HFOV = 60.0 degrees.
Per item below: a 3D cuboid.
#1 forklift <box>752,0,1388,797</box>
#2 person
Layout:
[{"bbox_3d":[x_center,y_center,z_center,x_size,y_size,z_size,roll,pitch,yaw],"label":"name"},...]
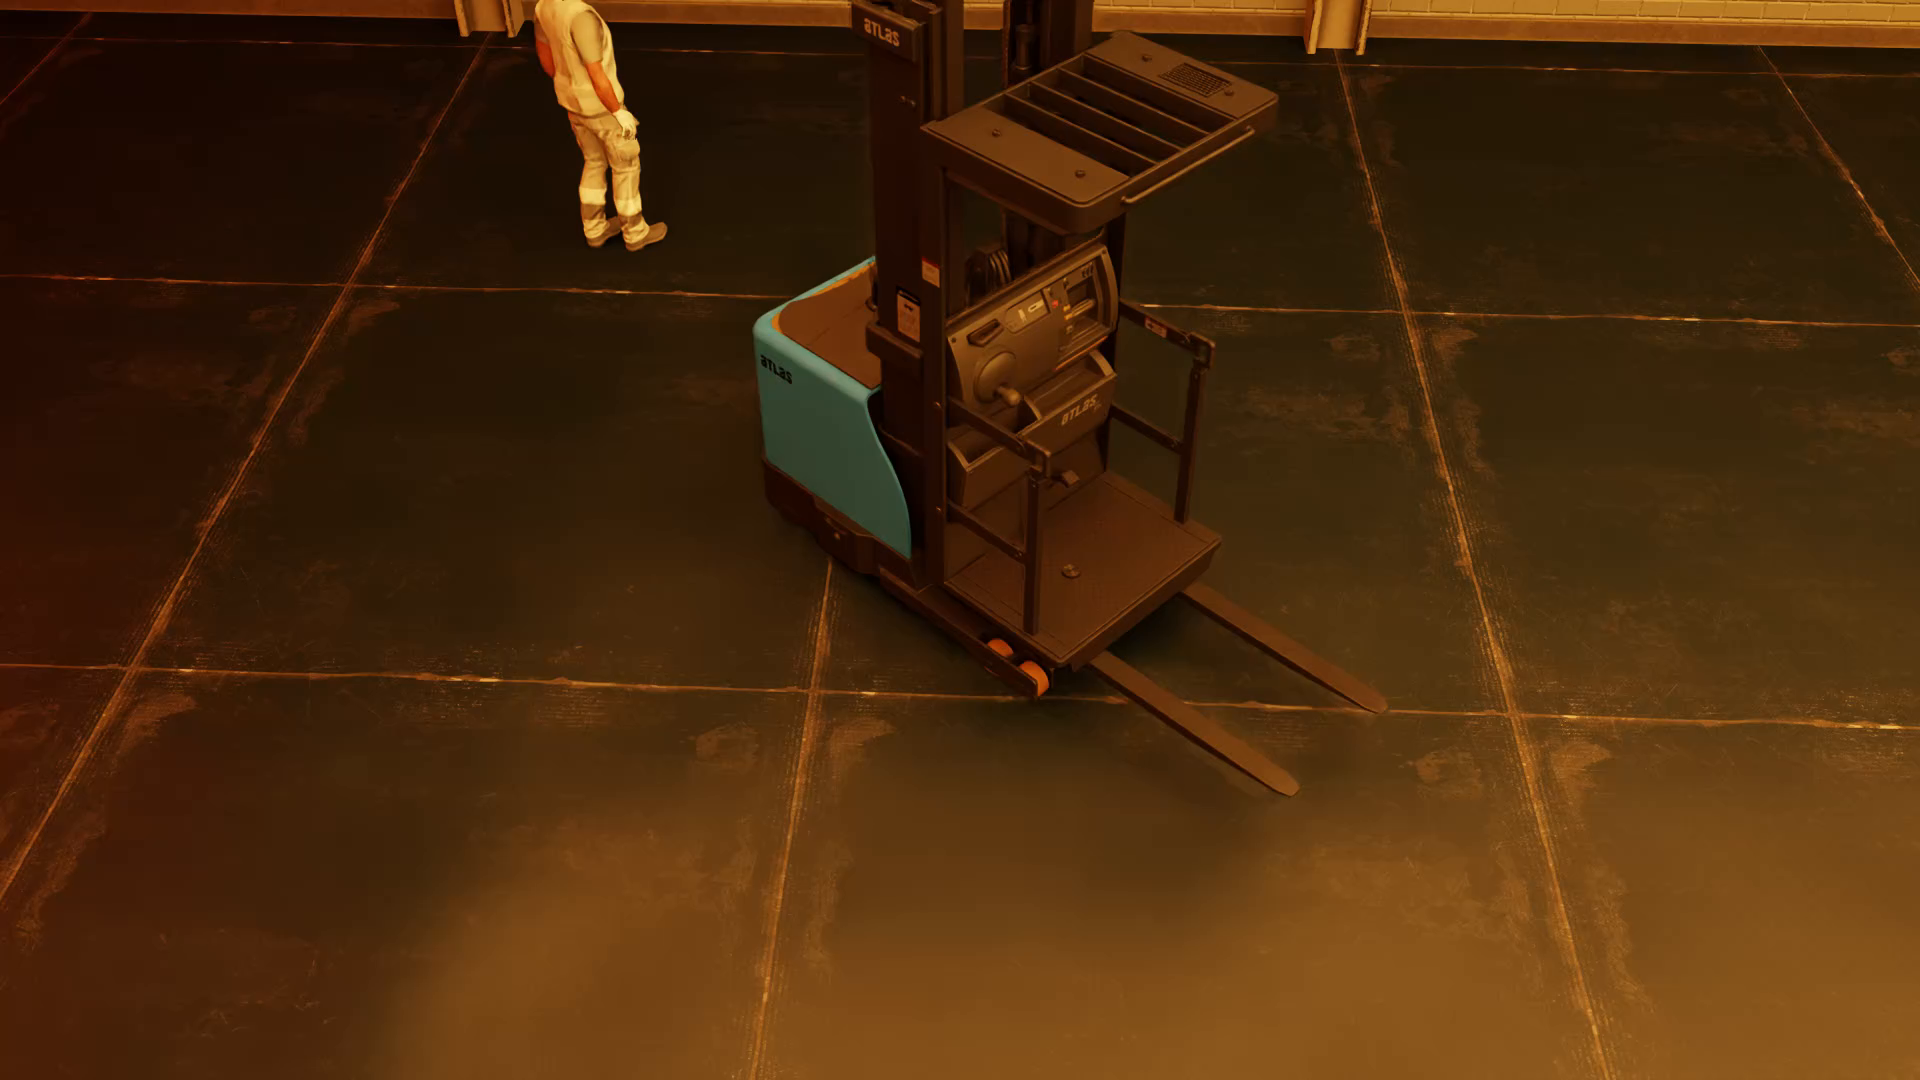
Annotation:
[{"bbox_3d":[0.455,-0.795,6.613,3.031,2.935,1.130,34,52,31],"label":"forklift"},{"bbox_3d":[-2.003,-2.460,9.290,0.722,1.786,0.444,32,51,30],"label":"person"}]
